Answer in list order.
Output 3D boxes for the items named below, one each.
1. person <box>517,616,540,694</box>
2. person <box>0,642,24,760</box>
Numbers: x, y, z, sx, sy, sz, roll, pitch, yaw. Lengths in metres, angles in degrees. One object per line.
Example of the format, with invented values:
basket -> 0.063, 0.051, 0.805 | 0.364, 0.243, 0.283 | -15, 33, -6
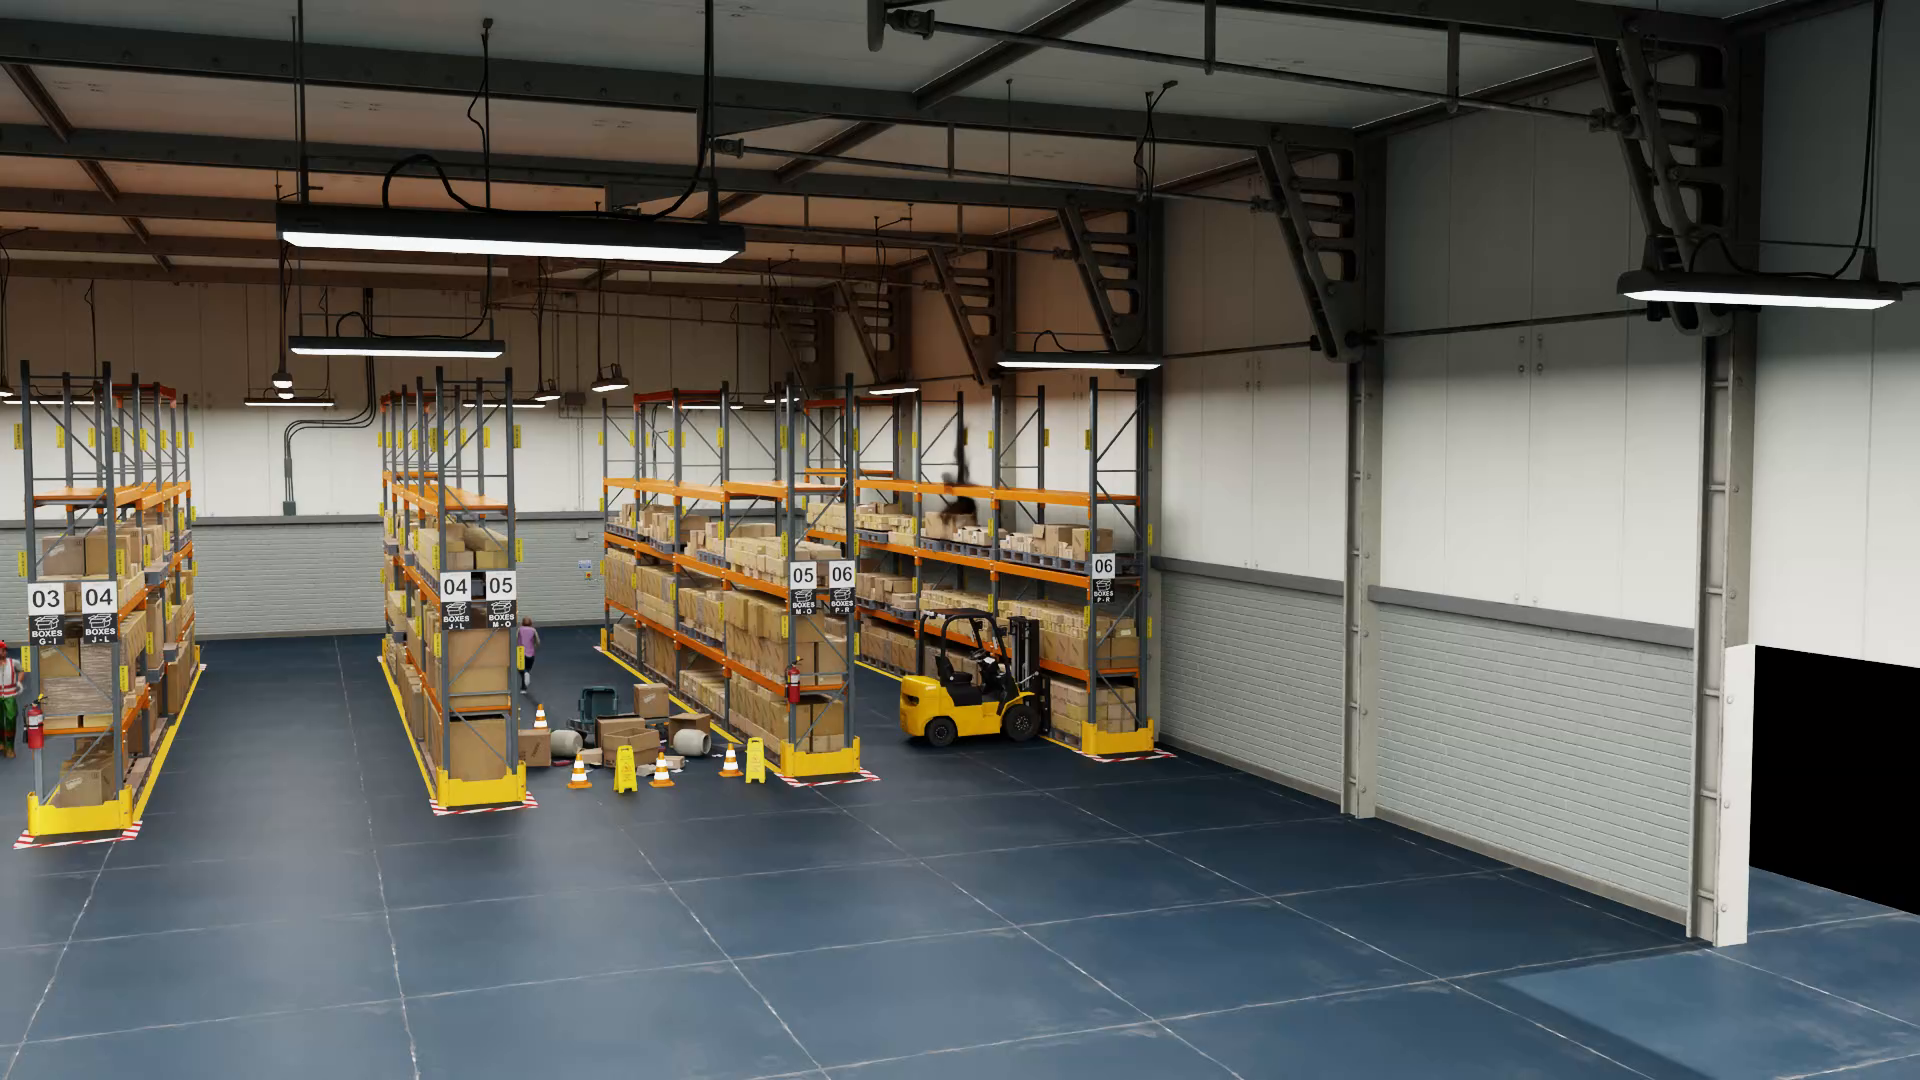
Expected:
person -> -8.544, 2.282, 32.703 | 0.576, 1.556, 0.651 | -1, 4, -23
person -> -15.129, 2.519, 26.262 | 0.639, 1.839, 0.782 | -2, 4, -30
